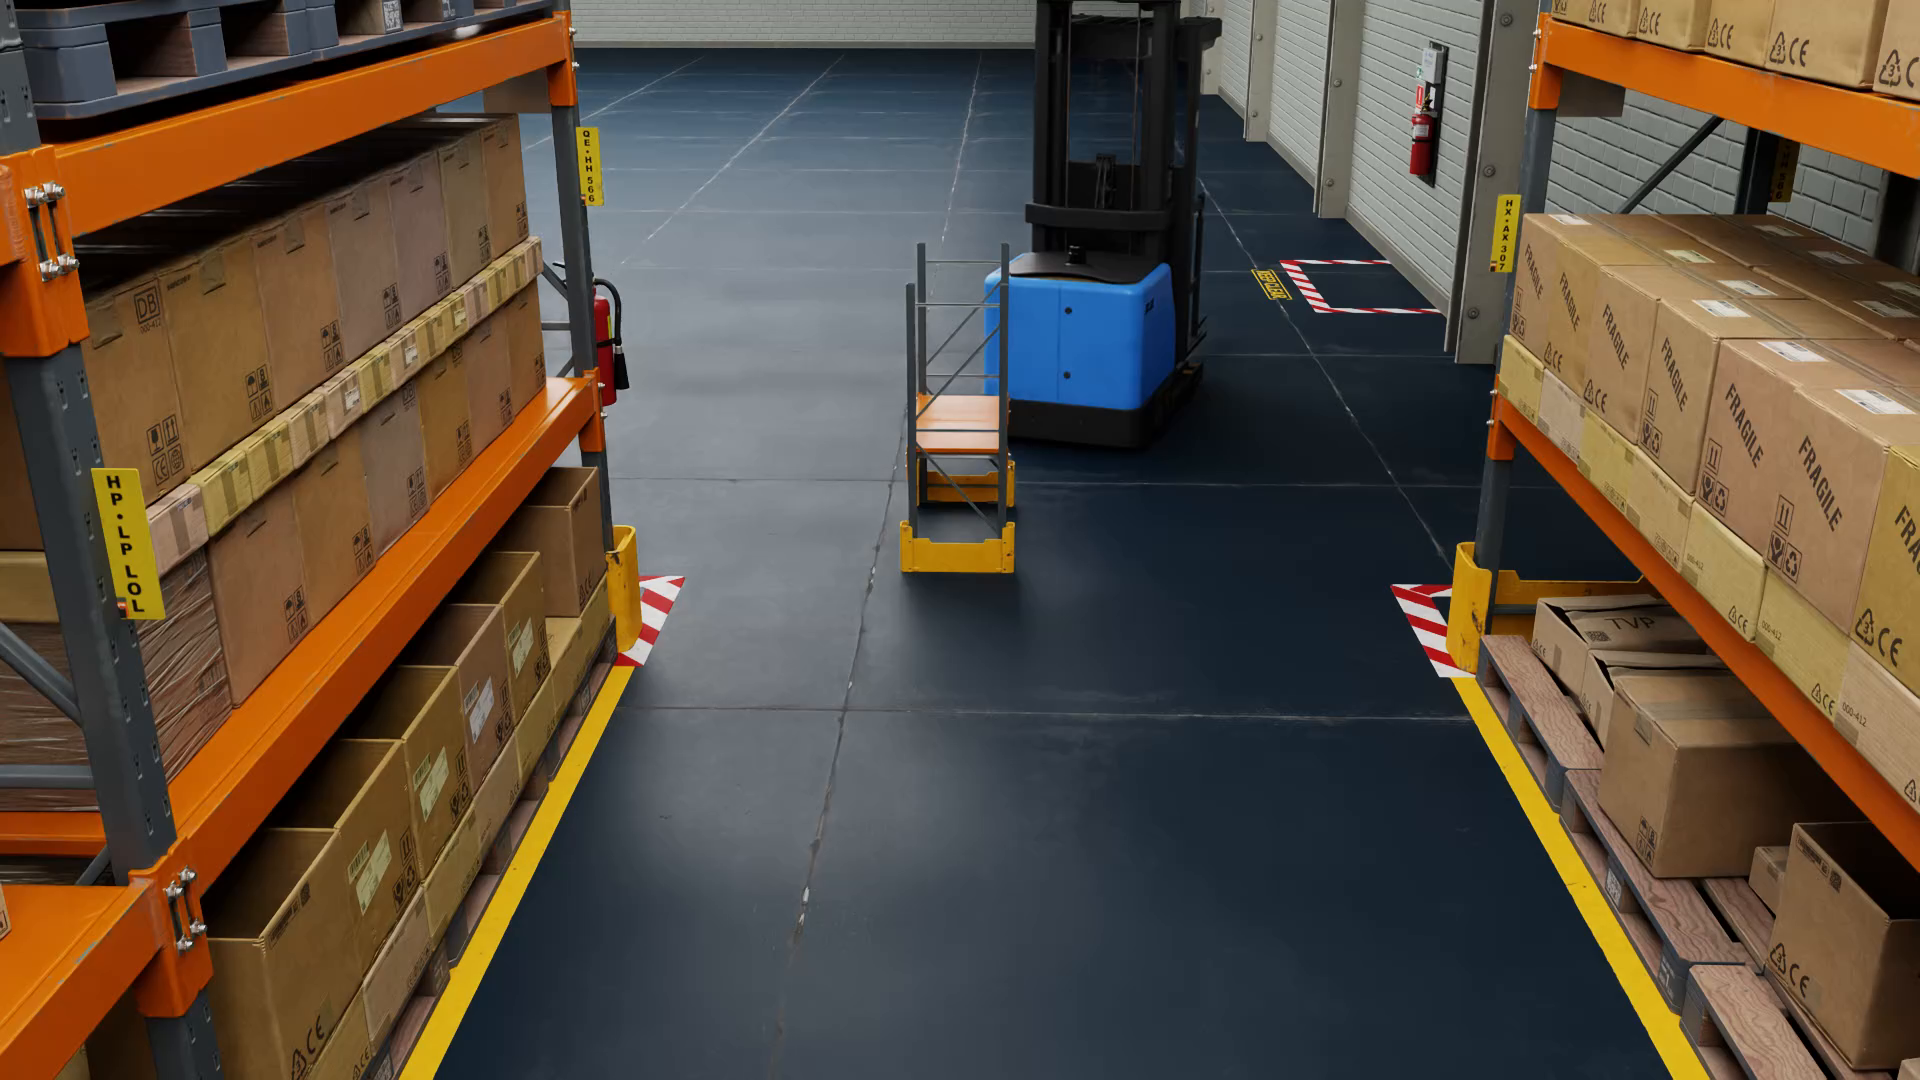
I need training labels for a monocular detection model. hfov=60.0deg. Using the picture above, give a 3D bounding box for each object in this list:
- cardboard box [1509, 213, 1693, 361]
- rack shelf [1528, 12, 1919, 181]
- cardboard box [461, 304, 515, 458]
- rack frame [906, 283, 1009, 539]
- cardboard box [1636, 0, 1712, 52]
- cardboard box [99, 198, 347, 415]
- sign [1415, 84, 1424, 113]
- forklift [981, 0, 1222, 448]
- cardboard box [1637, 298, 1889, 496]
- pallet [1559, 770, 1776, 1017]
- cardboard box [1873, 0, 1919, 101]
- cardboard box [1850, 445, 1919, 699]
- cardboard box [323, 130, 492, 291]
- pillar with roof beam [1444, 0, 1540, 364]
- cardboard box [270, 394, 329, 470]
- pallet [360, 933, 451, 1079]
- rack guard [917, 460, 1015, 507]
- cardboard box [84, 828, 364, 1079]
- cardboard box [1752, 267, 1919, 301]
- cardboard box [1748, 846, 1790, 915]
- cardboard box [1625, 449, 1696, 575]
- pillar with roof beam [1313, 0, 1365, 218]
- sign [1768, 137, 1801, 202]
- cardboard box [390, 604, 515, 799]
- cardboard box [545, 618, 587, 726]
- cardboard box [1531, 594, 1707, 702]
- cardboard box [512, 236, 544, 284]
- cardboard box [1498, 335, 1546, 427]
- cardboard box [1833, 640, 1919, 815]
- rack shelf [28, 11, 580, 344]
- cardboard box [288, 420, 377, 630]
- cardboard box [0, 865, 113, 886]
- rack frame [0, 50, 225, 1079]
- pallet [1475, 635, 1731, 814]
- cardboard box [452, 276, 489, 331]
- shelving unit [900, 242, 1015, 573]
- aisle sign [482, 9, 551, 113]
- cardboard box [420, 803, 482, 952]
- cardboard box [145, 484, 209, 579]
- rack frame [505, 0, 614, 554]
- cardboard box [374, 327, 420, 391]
[{"bbox_3d":[2.531,-1.002,6.608,0.500,0.500,0.500,1,21,2],"label":"cardboard box"},{"bbox_3d":[2.785,-1.222,4.880,1.077,0.370,4.000,1,21,2],"label":"rack shelf"},{"bbox_3d":[-2.144,-0.623,6.351,0.700,0.500,0.500,1,21,3],"label":"cardboard box"},{"bbox_3d":[-0.013,-0.546,8.363,0.500,1.500,0.032,1,21,2],"label":"rack frame"},{"bbox_3d":[2.522,-1.837,5.304,0.500,0.500,0.500,2,21,4],"label":"cardboard box"},{"bbox_3d":[-2.190,-0.665,4.664,0.700,0.500,0.500,1,21,2],"label":"cardboard box"},{"bbox_3d":[4.105,-3.898,14.878,0.001,0.329,0.234,1,21,2],"label":"sign"},{"bbox_3d":[1.100,-2.440,11.264,1.130,2.935,3.031,7,22,18],"label":"forklift"},{"bbox_3d":[2.480,-0.450,5.185,0.500,0.500,0.500,1,21,3],"label":"cardboard box"},{"bbox_3d":[2.744,1.179,5.700,1.003,0.211,1.213,1,21,2],"label":"pallet"},{"bbox_3d":[2.521,-1.258,3.813,0.500,0.500,0.500,-1,21,-3],"label":"cardboard box"},{"bbox_3d":[2.430,0.101,3.766,0.500,0.500,0.500,1,21,1],"label":"cardboard box"},{"bbox_3d":[-2.145,-1.209,6.066,0.700,0.500,0.500,0,21,0],"label":"cardboard box"},{"bbox_3d":[-0.431,-5.633,11.107,9.100,9.000,0.400,1,21,2],"label":"pillar with roof beam"},{"bbox_3d":[-1.996,-0.303,4.627,0.380,0.149,0.250,0,21,0],"label":"cardboard box"},{"bbox_3d":[-2.161,1.524,4.810,1.003,0.211,1.213,1,21,2],"label":"pallet"},{"bbox_3d":[0.017,-0.324,9.519,0.587,0.250,0.087,1,21,2],"label":"rack guard"},{"bbox_3d":[-1.900,1.083,4.275,0.500,0.500,0.500,1,21,2],"label":"cardboard box"},{"bbox_3d":[3.008,-0.630,5.648,0.500,0.500,0.500,0,21,0],"label":"cardboard box"},{"bbox_3d":[2.793,1.110,5.355,0.380,0.149,0.250,-1,21,-3],"label":"cardboard box"},{"bbox_3d":[2.473,-0.094,5.304,0.500,0.250,0.500,1,21,2],"label":"cardboard box"},{"bbox_3d":[-0.249,-7.803,16.698,9.100,9.000,0.400,1,21,2],"label":"pillar with roof beam"},{"bbox_3d":[3.400,-1.556,6.855,0.100,0.325,0.005,1,21,2],"label":"sign"},{"bbox_3d":[-1.857,0.541,5.672,0.500,0.500,0.500,1,21,2],"label":"cardboard box"},{"bbox_3d":[-1.830,0.529,6.740,0.500,0.250,0.500,1,21,2],"label":"cardboard box"},{"bbox_3d":[2.735,0.415,6.921,0.500,0.311,0.500,-2,21,-4],"label":"cardboard box"},{"bbox_3d":[-1.927,-1.144,6.796,0.380,0.149,0.250,0,21,1],"label":"cardboard box"},{"bbox_3d":[2.514,-0.649,6.734,0.500,0.250,0.500,0,21,0],"label":"cardboard box"},{"bbox_3d":[2.436,0.450,3.902,0.500,0.250,0.500,1,21,2],"label":"cardboard box"},{"bbox_3d":[-2.166,-1.275,5.017,1.077,0.370,4.000,1,21,2],"label":"rack shelf"},{"bbox_3d":[-2.191,-0.068,4.920,0.700,0.500,0.500,1,21,2],"label":"cardboard box"},{"bbox_3d":[-2.405,0.897,4.755,0.500,0.500,0.500,1,21,2],"label":"cardboard box"},{"bbox_3d":[-2.227,0.511,3.566,1.000,3.000,0.127,1,21,2],"label":"rack frame"},{"bbox_3d":[2.784,0.739,6.834,1.003,0.211,1.213,1,21,2],"label":"pallet"},{"bbox_3d":[-1.951,-0.866,6.080,0.380,0.149,0.250,1,21,2],"label":"cardboard box"},{"bbox_3d":[0.002,-0.727,8.829,0.587,1.500,1.083,1,21,2],"label":"shelving unit"},{"bbox_3d":[-1.810,-2.168,6.876,0.394,0.787,0.004,1,21,2],"label":"aisle sign"},{"bbox_3d":[-1.869,1.071,5.342,0.500,0.250,0.500,1,21,2],"label":"cardboard box"},{"bbox_3d":[-2.018,-0.024,3.909,0.380,0.149,0.250,1,21,2],"label":"cardboard box"},{"bbox_3d":[-2.106,-0.935,7.293,1.000,3.000,0.127,1,21,2],"label":"rack frame"},{"bbox_3d":[-1.972,-0.583,5.351,0.380,0.149,0.250,0,21,1],"label":"cardboard box"}]
